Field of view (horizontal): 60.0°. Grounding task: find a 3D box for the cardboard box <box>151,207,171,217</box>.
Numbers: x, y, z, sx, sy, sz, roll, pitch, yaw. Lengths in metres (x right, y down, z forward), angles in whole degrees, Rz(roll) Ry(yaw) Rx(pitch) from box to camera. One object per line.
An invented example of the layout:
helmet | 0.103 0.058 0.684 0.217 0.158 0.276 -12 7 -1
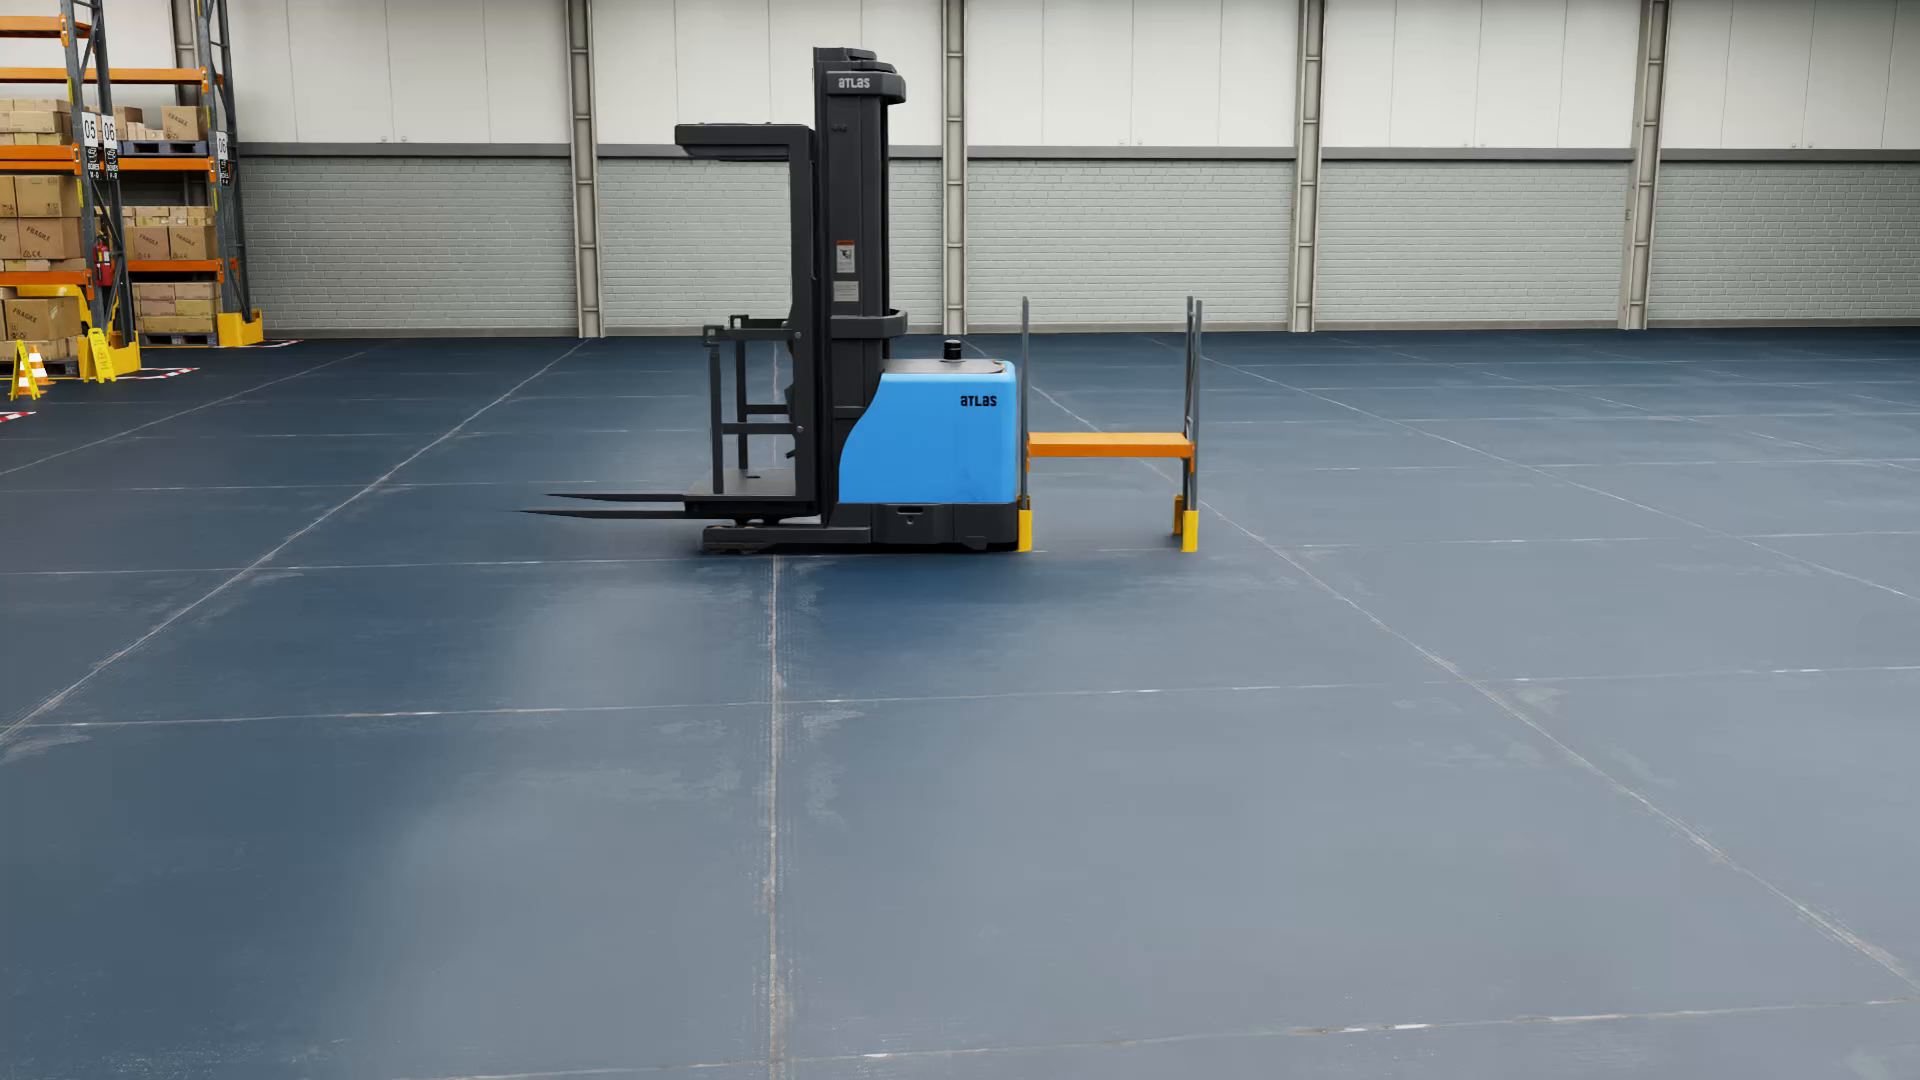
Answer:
cardboard box | -12.067 -4.980 25.213 0.250 0.149 0.380 -1 11 -5

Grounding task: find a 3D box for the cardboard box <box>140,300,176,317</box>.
cardboard box | -12.185 -3.560 25.445 0.500 0.250 0.500 -1 11 -7

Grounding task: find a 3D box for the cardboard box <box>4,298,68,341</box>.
cardboard box | -11.463 -2.743 20.639 0.500 0.500 0.500 -1 11 -6

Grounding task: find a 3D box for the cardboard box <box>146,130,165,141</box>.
cardboard box | -12.026 -6.065 24.968 0.250 0.149 0.380 -2 11 -8

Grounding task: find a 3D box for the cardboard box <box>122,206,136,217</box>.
cardboard box | -12.570 -4.963 25.123 0.250 0.149 0.380 -1 11 -5

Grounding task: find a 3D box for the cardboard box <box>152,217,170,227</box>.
cardboard box | -12.065 -4.838 25.261 0.250 0.149 0.380 -1 11 -5

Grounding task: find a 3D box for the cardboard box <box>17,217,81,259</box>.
cardboard box | -11.205 -3.716 20.461 0.500 0.500 0.500 -1 11 -7

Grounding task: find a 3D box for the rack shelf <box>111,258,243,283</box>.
rack shelf | -13.223 -4.142 25.525 4.000 0.370 1.077 -1 11 -6

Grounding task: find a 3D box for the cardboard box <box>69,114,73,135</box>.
cardboard box | -11.224 -5.169 20.729 0.500 0.250 0.500 -1 11 -7

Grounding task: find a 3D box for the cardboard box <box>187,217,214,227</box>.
cardboard box | -11.549 -4.843 25.285 0.250 0.149 0.380 -1 11 -5

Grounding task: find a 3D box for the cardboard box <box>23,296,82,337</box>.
cardboard box | -11.550 -2.845 21.160 0.500 0.500 0.500 -2 11 -8

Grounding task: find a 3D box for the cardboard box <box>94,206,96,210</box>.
cardboard box | -13.092 -4.969 25.155 0.250 0.149 0.380 -1 11 -5

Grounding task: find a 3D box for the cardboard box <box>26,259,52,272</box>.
cardboard box | -11.283 -3.386 20.467 0.250 0.149 0.380 -1 11 -7

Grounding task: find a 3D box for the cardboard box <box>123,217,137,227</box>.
cardboard box | -12.573 -4.821 25.172 0.250 0.149 0.380 -2 11 -8

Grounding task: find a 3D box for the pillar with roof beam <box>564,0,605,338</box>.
pillar with roof beam | -5.594 -6.938 22.331 0.400 9.000 9.100 -1 11 -6

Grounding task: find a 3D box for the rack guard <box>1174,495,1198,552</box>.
rack guard | 1.390 -0.105 10.254 0.087 0.250 0.587 0 11 1

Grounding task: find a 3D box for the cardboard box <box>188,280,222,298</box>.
cardboard box | -11.733 -3.910 25.930 0.500 0.250 0.500 -1 11 -7

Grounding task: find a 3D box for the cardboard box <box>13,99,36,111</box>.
cardboard box | -11.260 -5.263 20.170 0.250 0.149 0.380 -1 11 -5

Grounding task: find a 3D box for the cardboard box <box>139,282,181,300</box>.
cardboard box | -12.166 -3.803 25.383 0.500 0.250 0.500 -1 11 -5

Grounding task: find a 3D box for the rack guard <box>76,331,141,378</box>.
rack guard | -10.770 -2.357 21.059 0.348 0.500 1.175 -1 11 -6

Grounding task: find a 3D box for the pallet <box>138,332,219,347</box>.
pallet | -11.990 -3.144 25.815 1.213 0.211 1.003 -1 11 -6

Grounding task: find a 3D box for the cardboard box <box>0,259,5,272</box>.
cardboard box | -11.793 -3.374 20.404 0.250 0.149 0.380 -1 11 -5

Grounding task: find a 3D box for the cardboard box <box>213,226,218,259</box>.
cardboard box | -11.757 -4.629 25.876 0.500 0.500 0.500 -1 11 -4

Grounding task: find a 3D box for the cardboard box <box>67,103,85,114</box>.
cardboard box | -11.070 -5.356 20.645 0.250 0.149 0.380 -1 11 -6

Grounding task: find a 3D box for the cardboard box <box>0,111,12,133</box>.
cardboard box | -11.676 -5.059 20.166 0.500 0.250 0.500 -1 11 -7

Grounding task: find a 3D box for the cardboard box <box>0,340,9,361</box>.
cardboard box | -11.985 -2.364 20.655 0.500 0.250 0.500 -1 11 -6

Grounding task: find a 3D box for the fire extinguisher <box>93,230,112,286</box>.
fire extinguisher | -10.531 -3.461 20.396 0.183 0.674 0.296 -1 11 -6

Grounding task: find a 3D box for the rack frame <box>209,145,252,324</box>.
rack frame | -11.235 -4.537 25.668 0.127 3.000 1.000 -1 11 -6

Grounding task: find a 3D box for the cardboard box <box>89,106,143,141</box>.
cardboard box | -12.677 -6.254 25.023 0.500 0.500 0.700 -1 11 -6

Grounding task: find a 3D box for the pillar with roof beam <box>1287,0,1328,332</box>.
pillar with roof beam | 6.335 -7.188 23.602 0.400 9.000 9.100 -1 11 -6

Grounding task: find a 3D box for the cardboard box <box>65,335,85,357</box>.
cardboard box | -11.527 -2.478 21.235 0.500 0.250 0.500 -1 11 -7

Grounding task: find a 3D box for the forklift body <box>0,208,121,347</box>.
forklift body | -12.923 -3.731 23.769 1.214 2.155 2.313 -1 11 -6

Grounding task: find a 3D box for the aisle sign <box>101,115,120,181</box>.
aisle sign | -10.667 -4.921 20.884 0.004 0.787 0.394 -1 11 -6

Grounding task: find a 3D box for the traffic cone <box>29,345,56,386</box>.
traffic cone | -10.983 -2.084 19.767 0.334 0.463 0.336 -1 11 -6

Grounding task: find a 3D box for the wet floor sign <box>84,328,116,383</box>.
wet floor sign | -10.390 -2.228 20.029 0.232 0.644 0.267 3 11 14

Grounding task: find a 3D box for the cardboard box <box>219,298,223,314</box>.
cardboard box | -11.725 -3.669 25.997 0.500 0.250 0.500 -1 11 -5

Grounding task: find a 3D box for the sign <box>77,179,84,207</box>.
sign | -10.655 -4.201 20.140 0.005 0.325 0.100 -1 11 -6

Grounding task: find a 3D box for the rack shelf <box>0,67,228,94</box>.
rack shelf | -13.223 -6.889 24.985 4.000 0.370 1.077 -1 11 -6

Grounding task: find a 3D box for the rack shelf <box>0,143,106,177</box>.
rack shelf | -12.683 -4.662 20.394 4.000 0.370 1.077 -1 11 -6

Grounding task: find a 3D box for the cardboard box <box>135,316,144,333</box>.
cardboard box | -12.661 -3.306 25.447 0.500 0.250 0.500 -1 11 -5

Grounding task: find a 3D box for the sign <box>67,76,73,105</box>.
sign | -10.655 -5.384 19.908 0.005 0.325 0.100 -1 11 -6

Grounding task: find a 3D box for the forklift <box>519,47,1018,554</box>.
forklift | -1.162 -1.455 10.172 3.031 2.935 1.130 0 11 1

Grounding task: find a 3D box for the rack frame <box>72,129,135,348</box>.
rack frame | -10.695 -3.585 20.826 0.127 3.000 1.000 -1 11 -6

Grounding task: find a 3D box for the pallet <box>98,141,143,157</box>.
pallet | -13.156 -5.929 25.205 1.213 0.211 1.003 -1 11 -6

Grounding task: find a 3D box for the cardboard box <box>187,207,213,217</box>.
cardboard box | -11.568 -5.002 25.323 0.250 0.149 0.380 -1 11 -6

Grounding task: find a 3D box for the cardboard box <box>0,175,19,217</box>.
cardboard box | -11.683 -4.209 20.378 0.500 0.500 0.700 -1 11 -6

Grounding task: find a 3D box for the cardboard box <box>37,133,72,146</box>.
cardboard box | -11.019 -4.872 20.250 0.250 0.149 0.380 -1 11 -6

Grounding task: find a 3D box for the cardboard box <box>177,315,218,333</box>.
cardboard box | -11.668 -3.323 25.534 0.500 0.250 0.500 -1 11 -6

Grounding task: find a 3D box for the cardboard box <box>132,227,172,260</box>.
cardboard box | -12.212 -4.516 25.304 0.500 0.500 0.500 -1 11 -4

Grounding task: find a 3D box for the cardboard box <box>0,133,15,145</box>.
cardboard box | -11.531 -4.862 20.197 0.250 0.149 0.380 -1 11 -4

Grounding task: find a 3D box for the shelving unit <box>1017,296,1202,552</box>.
shelving unit | 0.892 -0.720 10.144 1.083 1.500 0.587 0 11 1

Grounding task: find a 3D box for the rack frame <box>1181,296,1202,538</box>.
rack frame | 1.410 -0.718 10.133 0.032 1.500 0.500 0 11 1

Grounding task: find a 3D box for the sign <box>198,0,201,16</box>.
sign | -11.190 -7.873 24.460 0.005 0.325 0.100 -1 11 -6
